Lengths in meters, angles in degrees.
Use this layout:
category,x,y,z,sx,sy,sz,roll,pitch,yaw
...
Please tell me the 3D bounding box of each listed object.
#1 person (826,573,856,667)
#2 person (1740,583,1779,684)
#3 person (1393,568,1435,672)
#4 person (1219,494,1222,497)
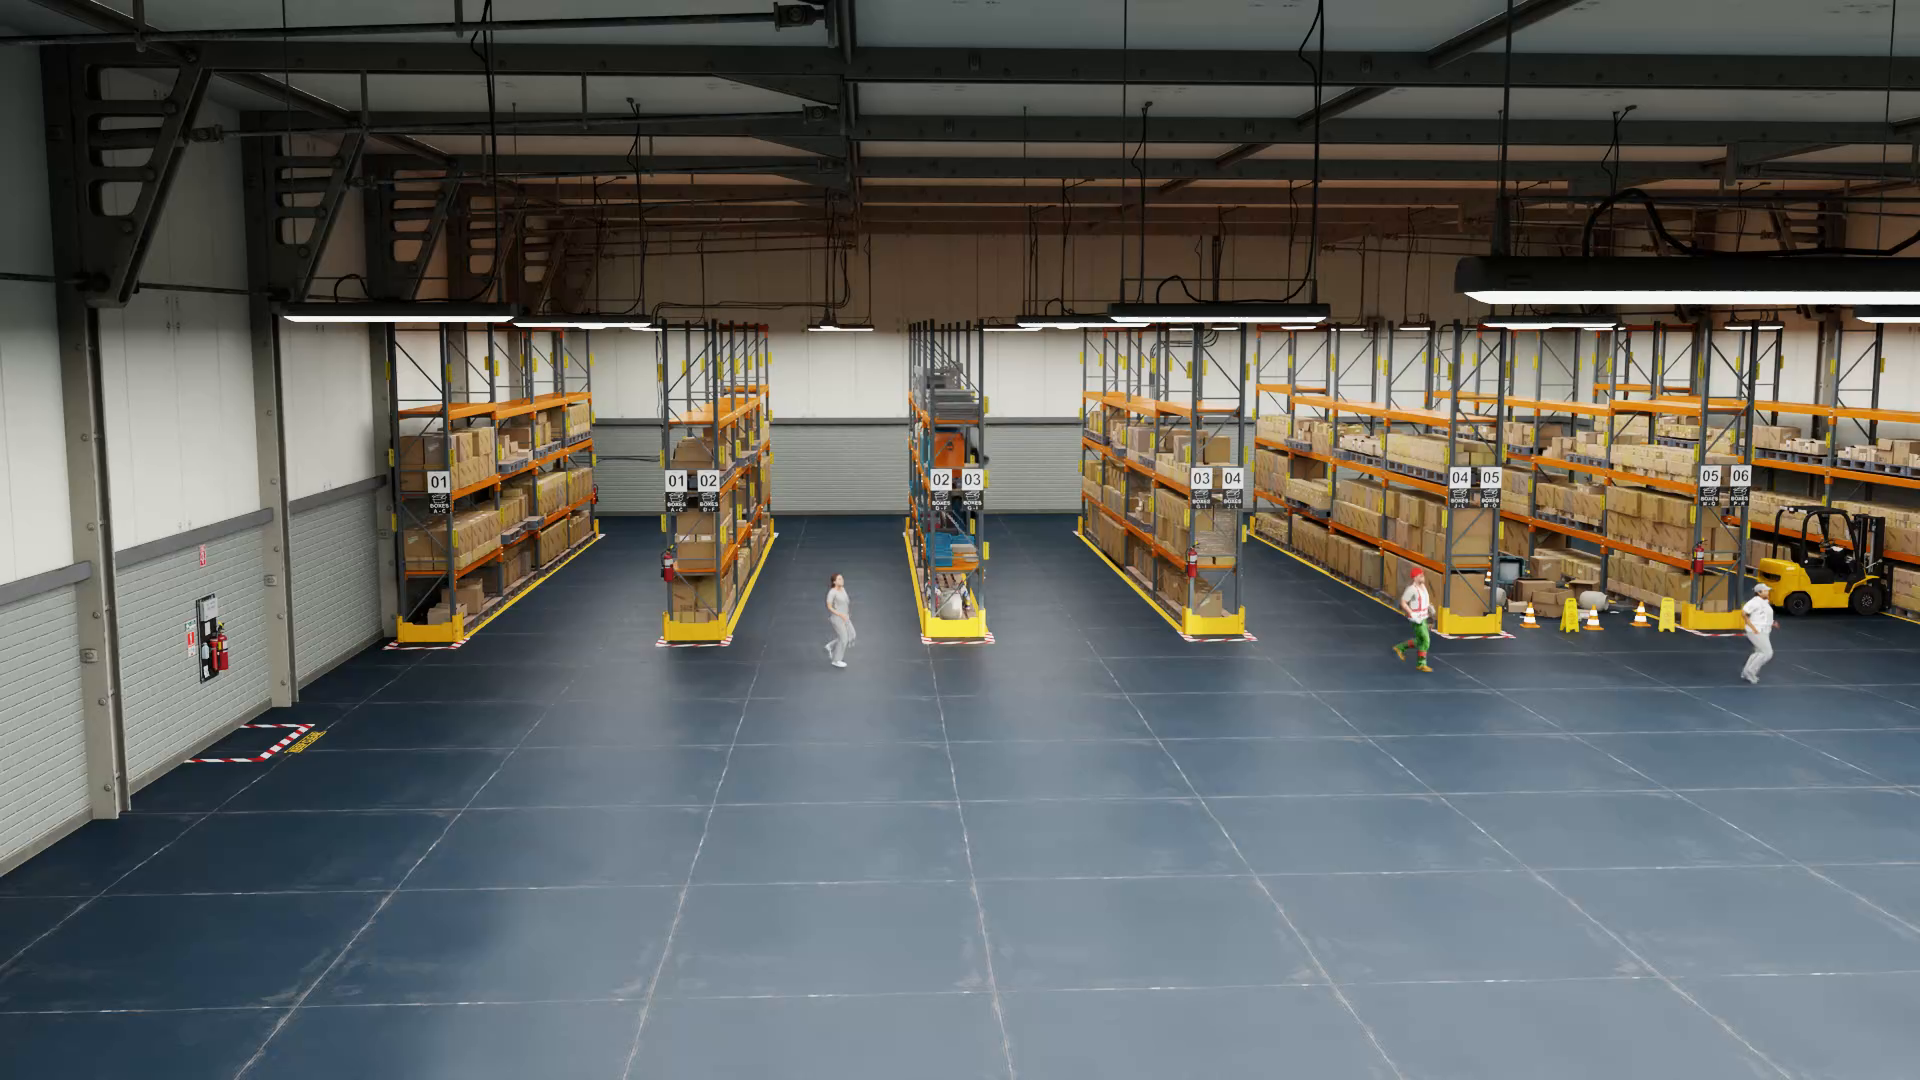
category,x,y,z,sx,sy,sz,roll,pitch,yaw
person,-2.070,1.375,28.772,0.483,1.633,0.571,4,8,27
person,13.174,1.555,27.377,0.547,1.667,0.593,7,10,43
person,7.787,1.349,28.474,0.722,1.768,0.650,5,9,38
person,7.206,-1.064,47.883,0.744,1.804,0.868,4,8,29
